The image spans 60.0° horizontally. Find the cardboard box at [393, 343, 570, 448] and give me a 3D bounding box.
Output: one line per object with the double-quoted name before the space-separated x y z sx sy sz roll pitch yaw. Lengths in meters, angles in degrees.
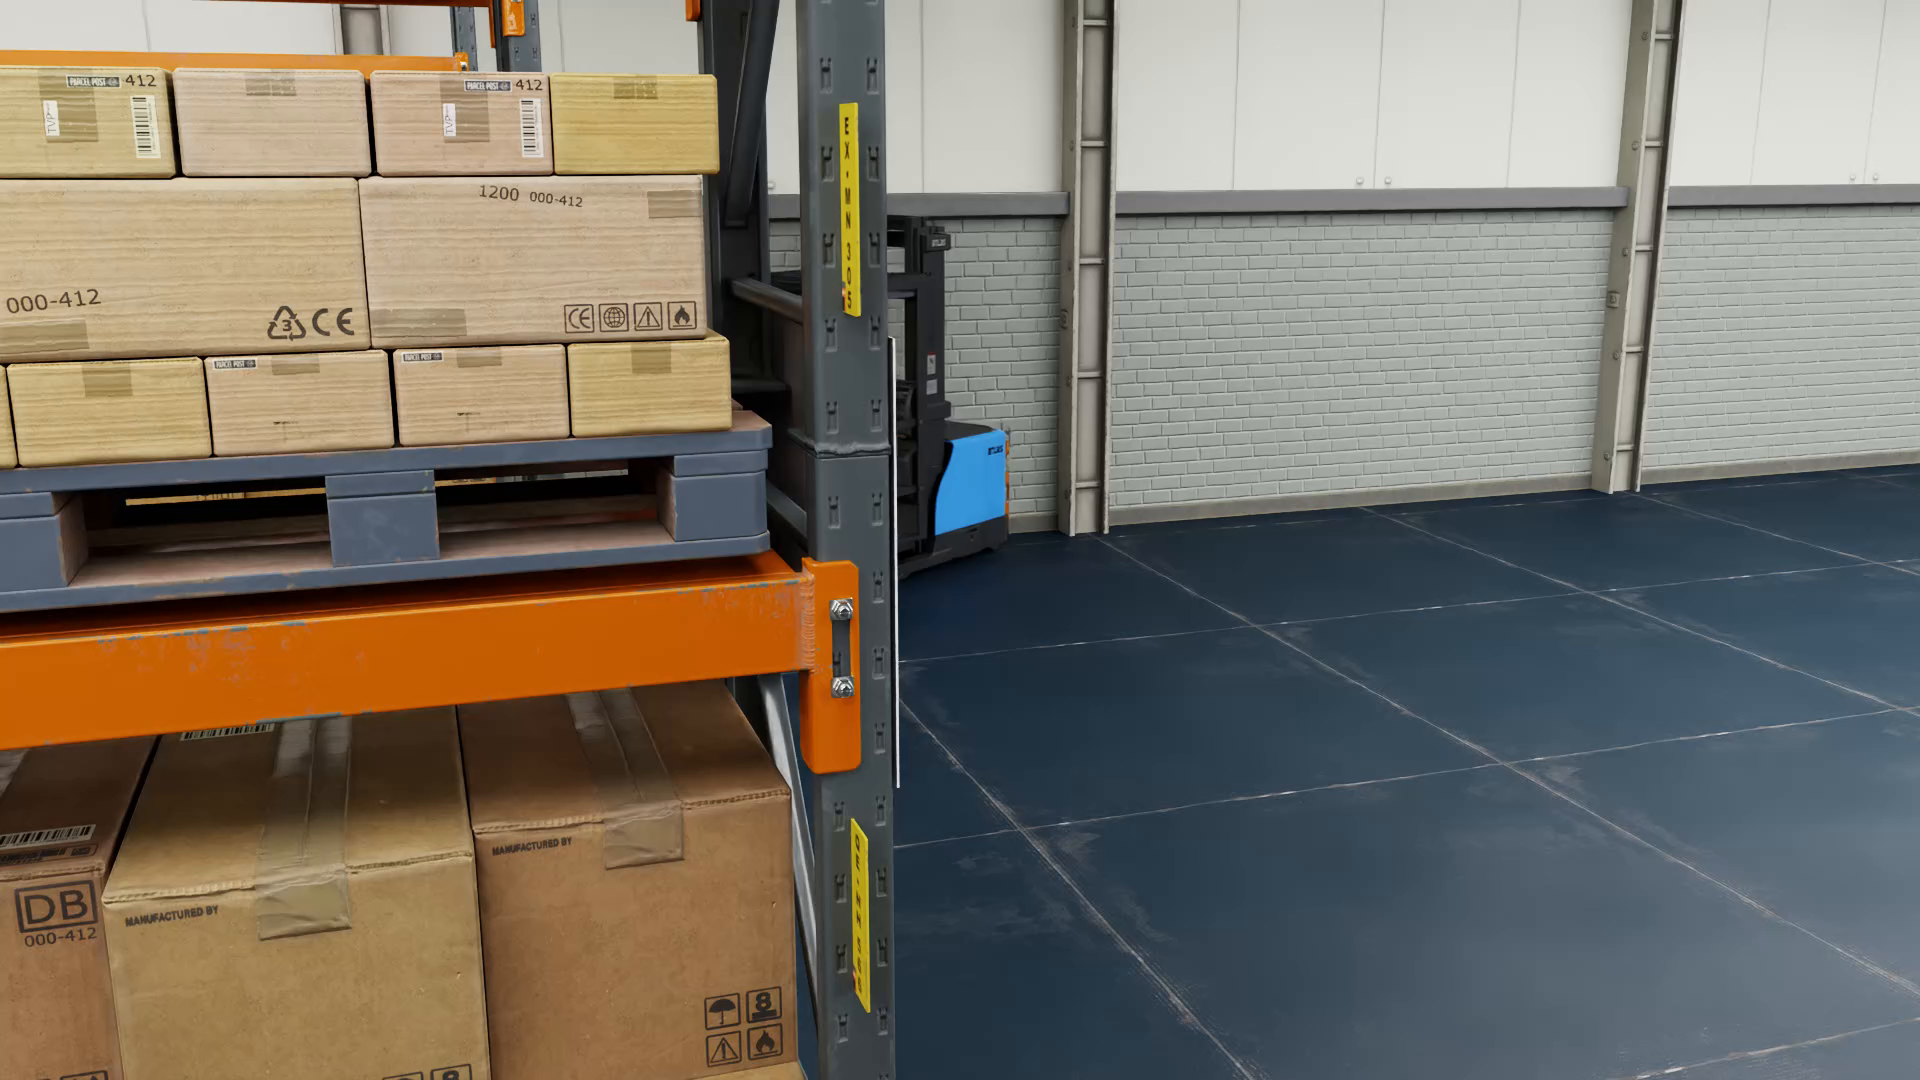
"cardboard box" -0.780 -0.260 2.692 0.250 0.149 0.380 -4 14 -18

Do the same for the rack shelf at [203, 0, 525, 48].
"rack shelf" -3.904 -2.285 6.865 4.000 0.370 1.077 -4 14 -18

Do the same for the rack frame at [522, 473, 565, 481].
"rack frame" -2.009 0.134 8.096 0.127 3.000 1.000 -4 14 -18

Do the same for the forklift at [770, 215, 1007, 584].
"forklift" -0.887 -1.154 13.662 1.130 2.935 3.031 10 17 37

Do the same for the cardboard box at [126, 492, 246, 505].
"cardboard box" -3.356 -0.364 7.172 0.500 0.500 0.700 -5 14 -19

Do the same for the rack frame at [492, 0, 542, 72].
"rack frame" -2.009 -2.784 7.402 0.127 3.000 1.000 -4 14 -18

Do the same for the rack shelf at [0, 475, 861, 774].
"rack shelf" -2.230 0.251 2.679 4.000 0.370 1.077 -4 14 -18

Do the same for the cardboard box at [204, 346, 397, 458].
"cardboard box" -1.023 -0.241 2.612 0.250 0.149 0.380 -4 14 -17

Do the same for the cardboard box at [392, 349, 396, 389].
"cardboard box" -1.003 -0.404 3.295 0.250 0.149 0.380 -4 14 -18

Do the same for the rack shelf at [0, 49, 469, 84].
"rack shelf" -5.491 -3.181 11.487 4.000 0.370 1.077 -4 14 -18

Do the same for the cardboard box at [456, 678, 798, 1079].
"cardboard box" -0.698 0.633 3.342 0.550 0.550 0.875 -4 14 -18

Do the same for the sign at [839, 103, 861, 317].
"sign" -0.174 -0.519 2.618 0.005 0.325 0.100 -4 14 -18

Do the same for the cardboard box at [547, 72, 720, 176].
"cardboard box" -0.545 -0.666 2.676 0.250 0.149 0.380 -4 14 -18

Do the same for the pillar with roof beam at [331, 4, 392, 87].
"pillar with roof beam" -3.170 -3.075 8.623 0.400 9.000 9.100 -4 14 -18

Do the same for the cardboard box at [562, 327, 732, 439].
"cardboard box" -0.541 -0.279 2.770 0.250 0.149 0.380 -4 14 -18

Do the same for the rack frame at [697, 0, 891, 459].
"rack frame" -0.334 -1.706 2.869 0.127 3.000 1.000 -4 14 -18

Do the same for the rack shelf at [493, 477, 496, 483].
"rack shelf" -5.491 -0.457 12.135 4.000 0.370 1.077 -4 14 -18

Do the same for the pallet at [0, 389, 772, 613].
"pallet" -1.034 -0.147 2.987 1.213 0.211 1.003 -4 14 -18

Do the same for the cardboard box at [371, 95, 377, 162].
"cardboard box" -1.232 -0.773 3.126 0.250 0.149 0.380 -5 14 -19

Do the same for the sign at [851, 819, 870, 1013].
"sign" -0.174 0.654 2.898 0.005 0.325 0.100 -4 14 -18

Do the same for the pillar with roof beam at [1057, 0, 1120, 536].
"pillar with roof beam" 2.517 -3.518 10.485 0.400 9.000 9.100 -4 14 -18

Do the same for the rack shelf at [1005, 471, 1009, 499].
"rack shelf" 0.294 -0.512 15.069 0.240 0.259 0.215 -5 14 -21

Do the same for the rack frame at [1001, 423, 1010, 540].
"rack frame" 0.407 -0.532 15.110 0.008 1.050 0.200 -5 14 -21

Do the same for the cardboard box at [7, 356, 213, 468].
"cardboard box" -1.263 -0.223 2.534 0.250 0.149 0.380 -4 14 -18

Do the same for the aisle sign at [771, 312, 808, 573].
"aisle sign" -0.363 -0.123 3.561 0.004 0.787 0.394 -4 14 -18

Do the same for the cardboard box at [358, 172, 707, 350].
"cardboard box" -0.709 -0.474 2.730 0.500 0.250 0.500 -4 14 -17

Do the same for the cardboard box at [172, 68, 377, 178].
"cardboard box" -1.025 -0.629 2.520 0.250 0.149 0.380 -4 14 -17

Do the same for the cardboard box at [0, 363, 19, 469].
"cardboard box" -1.506 -0.204 2.454 0.250 0.149 0.380 -5 14 -19

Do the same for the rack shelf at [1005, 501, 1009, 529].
"rack shelf" 0.293 -0.241 15.134 0.240 0.259 0.215 -5 14 -21

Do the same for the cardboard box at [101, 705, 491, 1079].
"cardboard box" -1.190 0.694 3.086 0.550 0.550 0.875 -4 14 -18

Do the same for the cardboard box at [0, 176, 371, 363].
"cardboard box" -1.183 -0.437 2.575 0.500 0.250 0.500 -4 14 -18

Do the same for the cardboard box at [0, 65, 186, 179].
"cardboard box" -1.270 -0.610 2.438 0.250 0.149 0.380 -4 14 -17

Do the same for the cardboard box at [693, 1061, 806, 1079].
"cardboard box" -0.671 1.177 3.389 0.550 0.550 0.875 -4 14 -18

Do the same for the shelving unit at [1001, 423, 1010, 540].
"shelving unit" 0.294 -0.522 15.067 0.252 1.050 0.215 -5 14 -21

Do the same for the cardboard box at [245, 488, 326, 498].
"cardboard box" -2.905 -0.424 7.425 0.500 0.500 0.700 -4 14 -18

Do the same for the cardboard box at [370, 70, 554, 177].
"cardboard box" -0.782 -0.648 2.599 0.250 0.149 0.380 -4 14 -18

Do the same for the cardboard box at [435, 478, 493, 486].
"cardboard box" -2.423 -0.460 7.575 0.500 0.500 0.700 -5 14 -19

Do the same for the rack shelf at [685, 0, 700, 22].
"rack shelf" -2.230 -1.014 2.378 4.000 0.370 1.077 -4 14 -18

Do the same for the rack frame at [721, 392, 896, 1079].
"rack frame" -0.334 1.212 3.564 0.127 3.000 1.000 -4 14 -18

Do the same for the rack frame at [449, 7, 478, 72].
"rack frame" -3.595 -3.873 11.978 0.127 3.000 1.000 -4 14 -18

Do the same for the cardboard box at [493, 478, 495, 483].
"cardboard box" -2.546 -0.085 8.159 0.500 0.500 0.500 -5 14 -19

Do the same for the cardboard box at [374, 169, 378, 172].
"cardboard box" -0.873 -0.592 3.226 0.500 0.250 0.500 -4 14 -18

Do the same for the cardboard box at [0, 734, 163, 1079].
"cardboard box" -1.764 0.705 3.038 0.550 0.550 0.875 -4 14 -18

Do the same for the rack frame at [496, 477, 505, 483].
"rack frame" -3.595 -0.954 12.672 0.127 3.000 1.000 -4 14 -18

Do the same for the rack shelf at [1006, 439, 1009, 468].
"rack shelf" 0.294 -0.788 15.003 0.240 0.259 0.215 -5 14 -21

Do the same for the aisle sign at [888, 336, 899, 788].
"aisle sign" -0.171 0.008 3.008 0.004 0.787 0.394 -4 14 -18

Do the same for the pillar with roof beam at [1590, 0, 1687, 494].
"pillar with roof beam" 8.204 -3.960 12.347 0.400 9.000 9.100 -4 14 -18
